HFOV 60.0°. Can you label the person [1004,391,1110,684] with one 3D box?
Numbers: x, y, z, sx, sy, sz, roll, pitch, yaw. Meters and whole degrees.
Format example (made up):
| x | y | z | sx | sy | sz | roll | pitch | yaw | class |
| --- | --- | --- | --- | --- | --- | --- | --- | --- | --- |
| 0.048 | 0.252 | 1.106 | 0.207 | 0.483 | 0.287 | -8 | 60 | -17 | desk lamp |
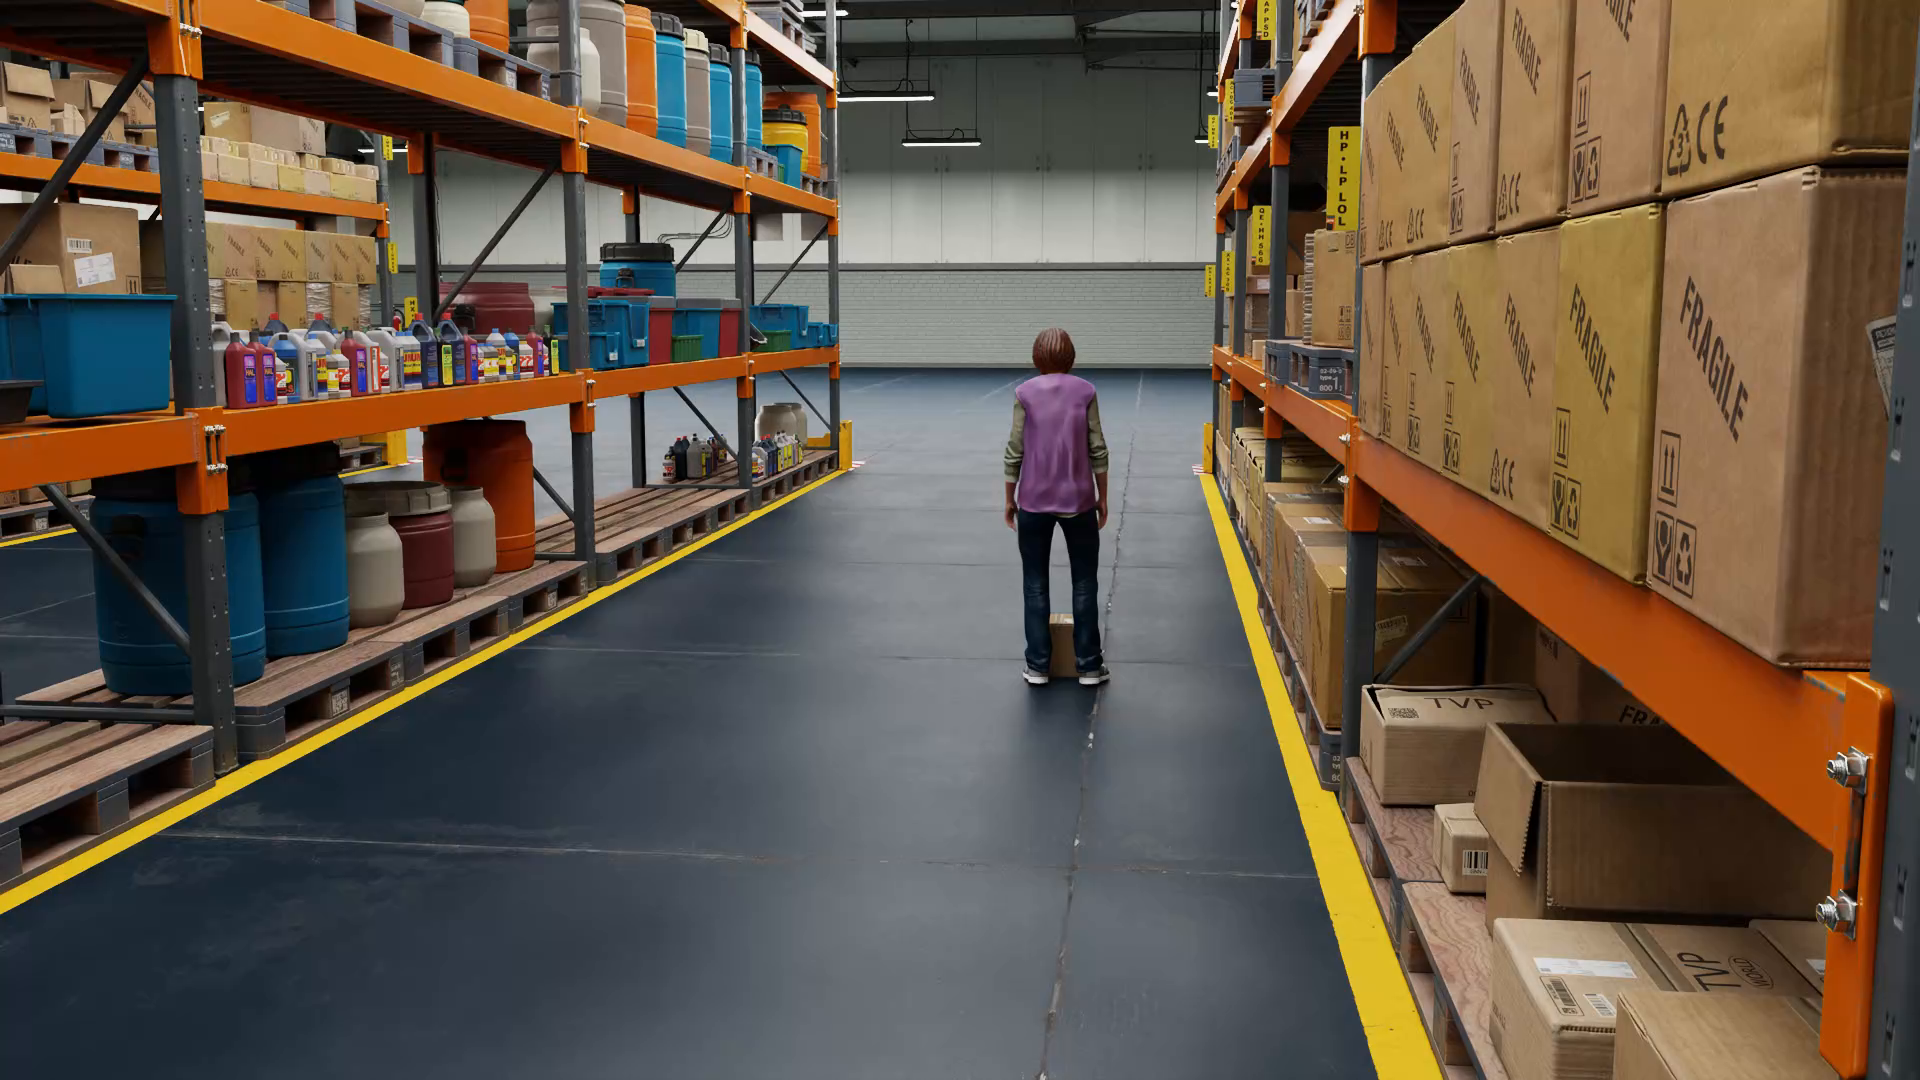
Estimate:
| x | y | z | sx | sy | sz | roll | pitch | yaw | class |
| --- | --- | --- | --- | --- | --- | --- | --- | --- | --- |
| 0.436 | -0.027 | 7.425 | 0.484 | 1.352 | 0.322 | 0 | 8 | 3 | person |
